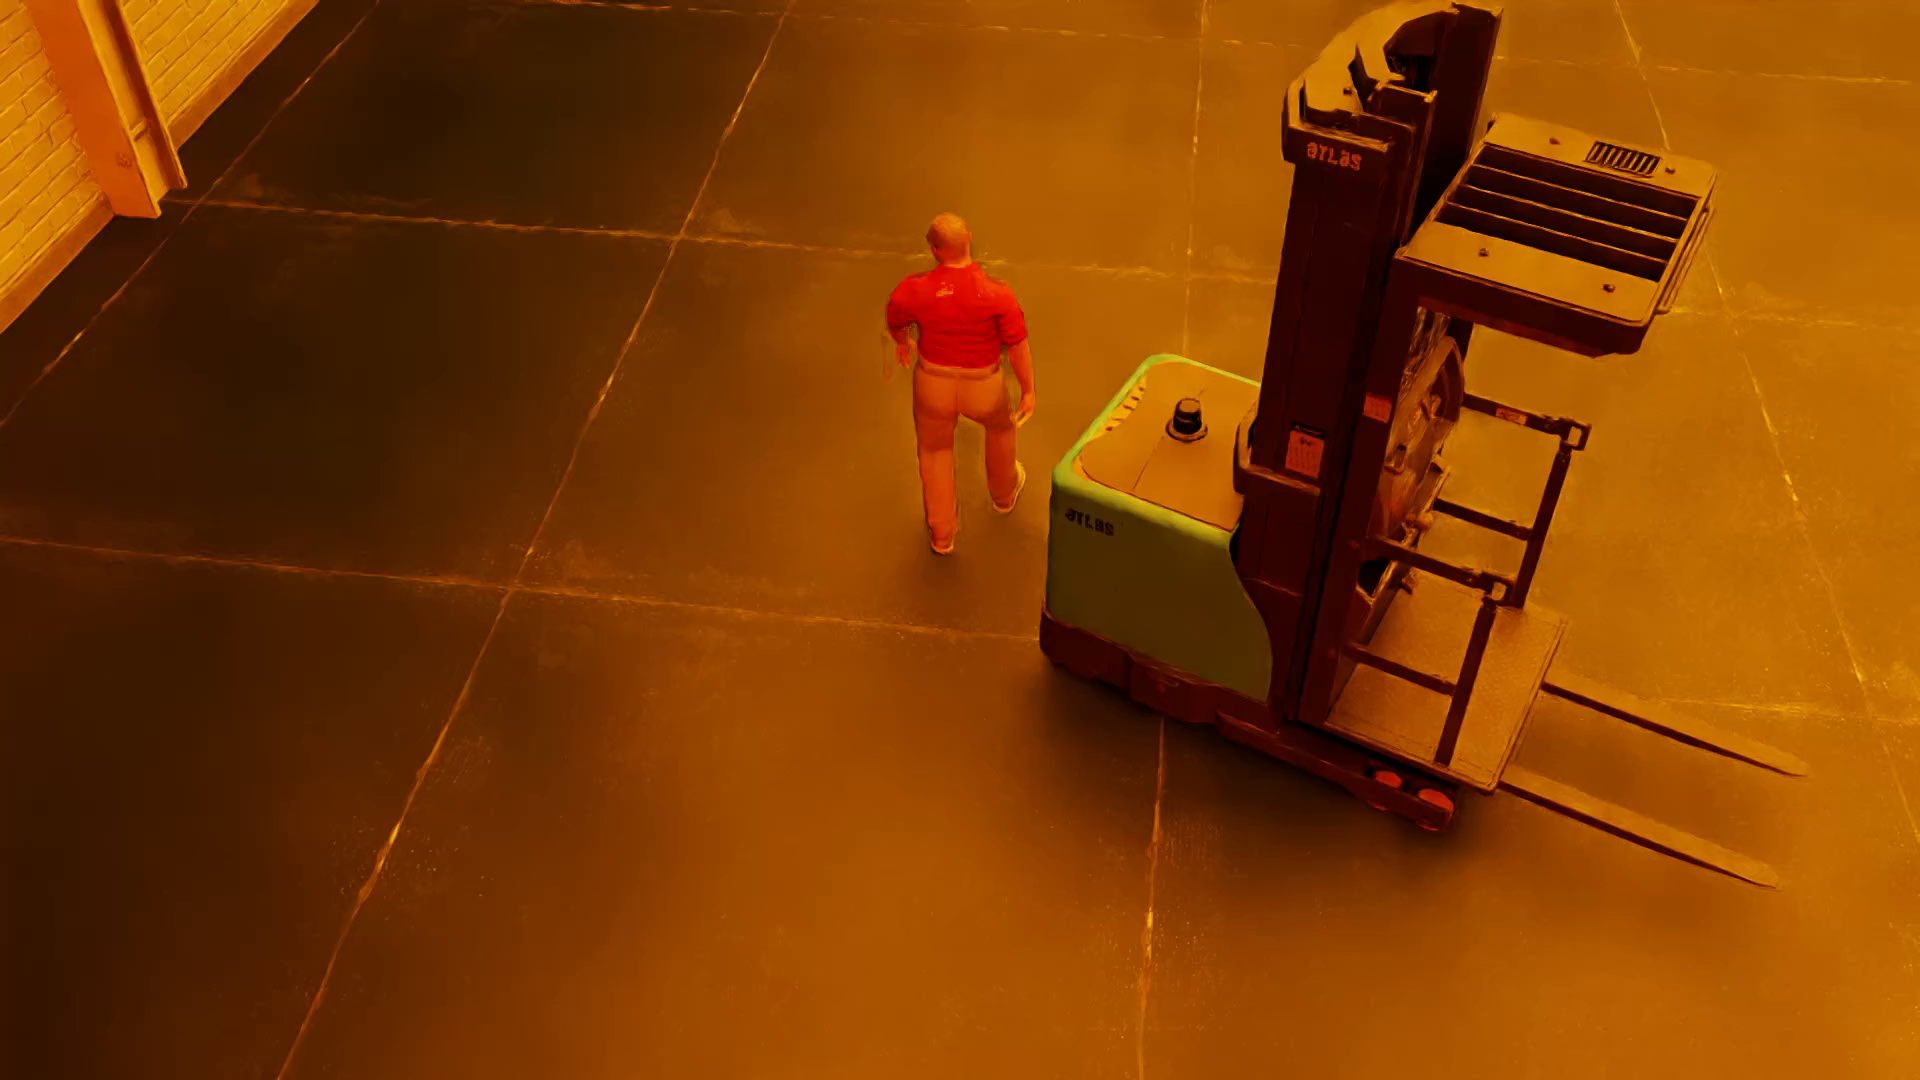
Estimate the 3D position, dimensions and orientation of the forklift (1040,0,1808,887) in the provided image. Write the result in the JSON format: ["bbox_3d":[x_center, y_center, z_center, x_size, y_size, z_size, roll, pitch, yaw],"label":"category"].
[{"bbox_3d":[1.884,-0.339,6.093,3.031,2.935,1.130,21,47,22],"label":"forklift"}]

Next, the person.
[{"bbox_3d":[0.016,-0.762,7.471,0.670,1.696,0.649,3,43,3],"label":"person"}]
